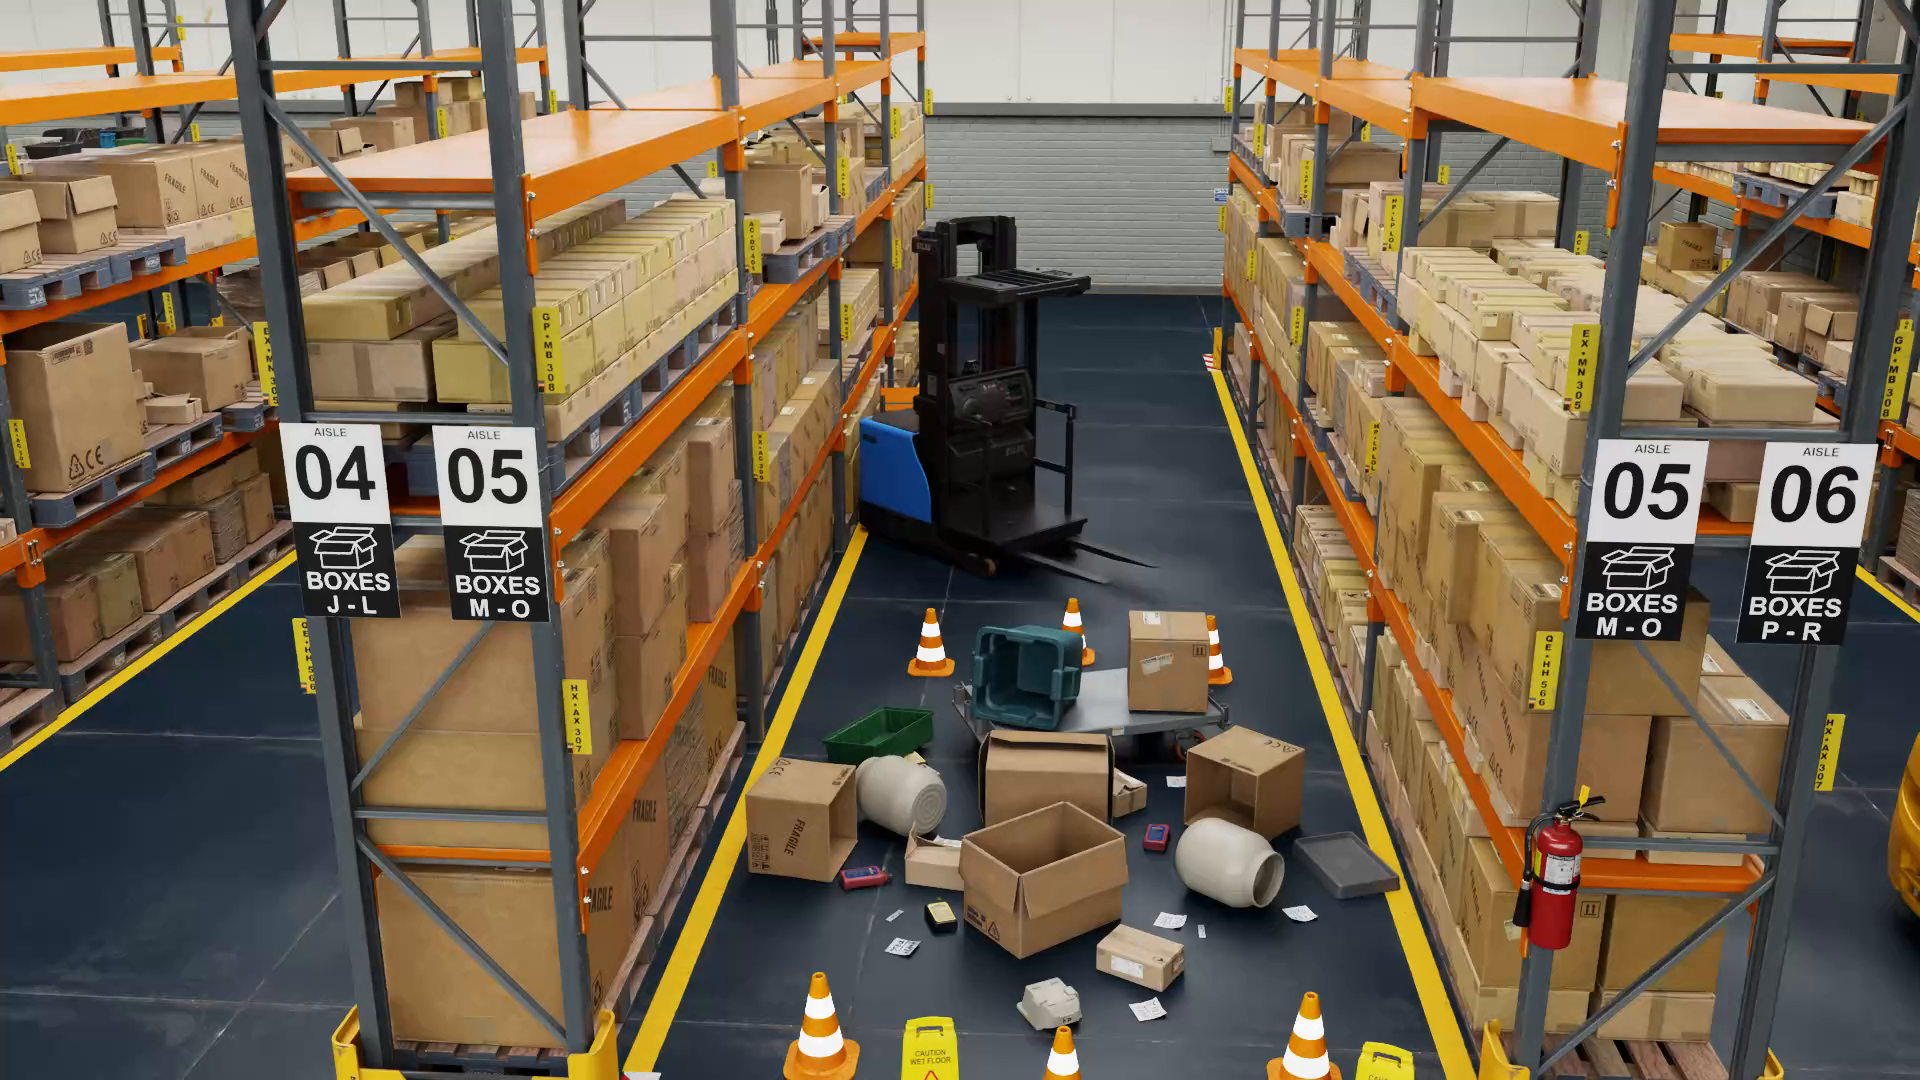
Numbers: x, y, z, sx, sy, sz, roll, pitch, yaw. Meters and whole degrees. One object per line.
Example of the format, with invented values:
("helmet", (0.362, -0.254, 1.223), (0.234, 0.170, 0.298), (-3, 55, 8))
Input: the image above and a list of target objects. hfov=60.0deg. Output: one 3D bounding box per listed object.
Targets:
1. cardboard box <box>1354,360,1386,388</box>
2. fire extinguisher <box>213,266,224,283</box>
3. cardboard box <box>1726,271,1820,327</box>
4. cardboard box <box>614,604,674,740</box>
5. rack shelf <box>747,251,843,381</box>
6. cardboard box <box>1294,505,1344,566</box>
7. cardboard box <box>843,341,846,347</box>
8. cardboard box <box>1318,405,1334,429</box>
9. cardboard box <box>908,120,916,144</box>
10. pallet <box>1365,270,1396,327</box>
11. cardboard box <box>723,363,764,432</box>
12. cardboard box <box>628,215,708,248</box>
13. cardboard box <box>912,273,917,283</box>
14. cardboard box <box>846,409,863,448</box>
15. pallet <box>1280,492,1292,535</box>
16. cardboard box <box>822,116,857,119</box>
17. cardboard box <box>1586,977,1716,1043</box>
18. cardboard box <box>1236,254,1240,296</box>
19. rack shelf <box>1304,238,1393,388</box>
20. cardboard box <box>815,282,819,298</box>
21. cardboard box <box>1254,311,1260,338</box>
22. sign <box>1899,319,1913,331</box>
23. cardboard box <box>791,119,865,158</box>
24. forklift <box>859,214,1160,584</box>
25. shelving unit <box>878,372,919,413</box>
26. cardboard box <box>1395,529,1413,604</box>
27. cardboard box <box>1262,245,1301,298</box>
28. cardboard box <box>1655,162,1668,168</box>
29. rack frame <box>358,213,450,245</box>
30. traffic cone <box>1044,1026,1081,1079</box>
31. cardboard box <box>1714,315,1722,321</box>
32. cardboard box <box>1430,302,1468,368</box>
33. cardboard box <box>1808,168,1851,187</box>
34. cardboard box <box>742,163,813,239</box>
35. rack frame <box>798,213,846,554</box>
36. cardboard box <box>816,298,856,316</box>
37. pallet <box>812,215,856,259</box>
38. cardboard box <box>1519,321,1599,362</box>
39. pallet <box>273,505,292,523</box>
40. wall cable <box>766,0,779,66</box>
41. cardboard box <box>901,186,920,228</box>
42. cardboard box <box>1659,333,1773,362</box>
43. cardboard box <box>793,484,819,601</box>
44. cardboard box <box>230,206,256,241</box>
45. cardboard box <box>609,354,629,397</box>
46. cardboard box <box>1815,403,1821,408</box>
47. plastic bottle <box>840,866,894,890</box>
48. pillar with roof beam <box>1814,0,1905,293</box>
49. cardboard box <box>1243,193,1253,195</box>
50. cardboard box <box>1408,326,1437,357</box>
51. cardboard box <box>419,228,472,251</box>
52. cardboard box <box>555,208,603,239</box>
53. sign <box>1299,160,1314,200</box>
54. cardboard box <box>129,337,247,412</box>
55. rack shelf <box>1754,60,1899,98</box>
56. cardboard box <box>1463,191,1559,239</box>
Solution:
("cardboard box", (2.970, -1.157, 11.608), (0.380, 0.149, 0.250), (1, 18, 2))
("fire extinguisher", (-10.371, -3.893, 23.037), (0.296, 0.674, 0.183), (1, 18, 4))
("cardboard box", (8.397, -2.488, 17.192), (0.700, 0.500, 0.500), (2, 18, 5))
("cardboard box", (-1.937, 0.622, 8.295), (0.875, 0.550, 0.550), (1, 18, 4))
("rack shelf", (-1.671, -1.795, 12.250), (1.077, 0.370, 4.000), (1, 18, 4))
("cardboard box", (3.366, -0.029, 14.068), (0.950, 0.372, 0.625), (0, 18, 0))
("cardboard box", (-1.260, -1.867, 15.383), (0.380, 0.149, 0.250), (1, 18, 2))
("cardboard box", (3.048, -0.981, 13.157), (0.380, 0.149, 0.250), (1, 18, 4))
("cardboard box", (-0.809, -4.943, 20.138), (0.500, 0.250, 0.500), (2, 18, 5))
("pallet", (3.280, -1.537, 10.608), (1.213, 0.211, 1.003), (1, 18, 4))
("cardboard box", (-1.750, -0.927, 11.497), (0.700, 0.500, 0.500), (1, 18, 3))
("cardboard box", (-1.578, -1.668, 8.994), (0.380, 0.149, 0.250), (2, 18, 5))
("cardboard box", (-0.749, -3.356, 21.079), (0.380, 0.149, 0.250), (2, 18, 5))
("cardboard box", (-1.201, -1.067, 15.826), (0.500, 0.250, 0.500), (1, 18, 3))
("pallet", (3.548, -0.172, 15.436), (1.003, 0.211, 1.213), (1, 18, 4))
("cardboard box", (-1.371, -4.698, 18.750), (0.380, 0.149, 0.250), (2, 18, 6))
("cardboard box", (3.177, 2.093, 7.785), (0.500, 0.250, 0.500), (1, 18, 3))
("cardboard box", (3.587, -3.172, 19.953), (0.500, 0.500, 0.500), (2, 18, 6))
("rack shelf", (3.273, -1.716, 12.009), (1.077, 0.370, 4.000), (1, 18, 4))
("cardboard box", (-1.728, -2.685, 17.878), (0.380, 0.149, 0.250), (2, 18, 5))
("cardboard box", (3.408, -2.294, 17.675), (0.500, 0.250, 0.500), (1, 18, 3))
("sign", (7.826, -1.666, 13.785), (0.100, 0.325, 0.005), (1, 18, 4))
("cardboard box", (-1.378, -4.133, 17.392), (0.700, 0.500, 0.500), (1, 18, 4))
("forklift", (0.415, -1.247, 14.350), (1.130, 2.935, 3.031), (-15, 24, -39))
("shelving unit", (-0.532, -1.004, 16.507), (0.538, 1.125, 1.048), (-1, 18, -3))
("cardboard box", (2.807, 0.086, 9.531), (0.500, 0.500, 0.500), (1, 18, 4))
("cardboard box", (3.376, -2.730, 16.998), (0.500, 0.500, 0.500), (1, 18, 4))
("cardboard box", (8.526, -4.523, 19.823), (0.380, 0.149, 0.250), (1, 18, 4))
("rack frame", (-6.181, -2.717, 18.726), (1.000, 3.000, 0.127), (1, 18, 4))
("traffic cone", (0.456, 2.355, 7.320), (0.336, 0.463, 0.334), (1, 18, 4))
("cardboard box", (8.425, -2.372, 18.075), (0.380, 0.149, 0.250), (2, 18, 5))
("cardboard box", (2.748, -1.061, 8.616), (0.500, 0.250, 0.500), (1, 18, 4))
("cardboard box", (8.152, -3.378, 15.492), (0.380, 0.149, 0.250), (2, 18, 5))
("cardboard box", (-1.373, -2.507, 12.270), (0.500, 0.500, 0.500), (1, 18, 4))
("rack frame", (-1.528, -1.333, 14.501), (1.000, 3.000, 0.127), (1, 18, 4))
("cardboard box", (-1.209, -2.243, 16.053), (0.380, 0.149, 0.250), (2, 18, 6))
("pallet", (-1.521, -2.468, 13.449), (1.213, 0.211, 1.003), (2, 18, 6))
("cardboard box", (2.724, -0.878, 7.419), (0.380, 0.149, 0.250), (1, 18, 4))
("pallet", (-6.336, -0.393, 16.111), (1.003, 0.211, 1.213), (1, 18, 4))
("wall cable", (-2.051, -10.019, 26.207), (2.277, 5.999, 0.120), (1, 18, 4))
("cardboard box", (-0.776, -4.177, 20.935), (0.500, 0.500, 0.500), (1, 18, 2))
("cardboard box", (3.246, -0.791, 7.153), (0.380, 0.149, 0.250), (1, 18, 4))
("cardboard box", (-1.721, -0.005, 13.386), (1.050, 0.750, 0.750), (2, 18, 5))
("cardboard box", (-6.258, -2.676, 14.023), (0.500, 0.250, 0.500), (1, 18, 4))
("cardboard box", (-1.704, -0.736, 7.432), (0.380, 0.149, 0.250), (1, 18, 4))
("cardboard box", (8.901, -1.348, 16.845), (0.380, 0.149, 0.250), (0, 18, 1))
("plastic bottle", (-0.524, 1.897, 9.363), (0.283, 0.061, 0.133), (-5, 19, -15))
("pillar with roof beam", (5.309, -5.530, 17.674), (9.100, 9.000, 0.400), (1, 18, 4))
("cardboard box", (3.640, -4.139, 20.257), (0.380, 0.149, 0.250), (1, 18, 4))
("cardboard box", (2.786, -1.146, 9.517), (0.380, 0.149, 0.250), (1, 18, 4))
("cardboard box", (-5.892, -3.287, 19.023), (0.500, 0.500, 0.500), (1, 18, 4))
("cardboard box", (-2.215, -1.759, 9.273), (0.380, 0.149, 0.250), (1, 18, 3))
("sign", (2.863, -2.978, 13.745), (0.100, 0.325, 0.005), (1, 18, 4))
("cardboard box", (-6.407, -1.378, 13.803), (0.700, 0.500, 0.500), (4, 19, 12))
("rack shelf", (8.511, -4.084, 15.061), (1.077, 0.370, 4.000), (1, 18, 4))
("cardboard box", (3.597, -2.130, 10.881), (0.500, 0.250, 0.500), (1, 18, 3))
